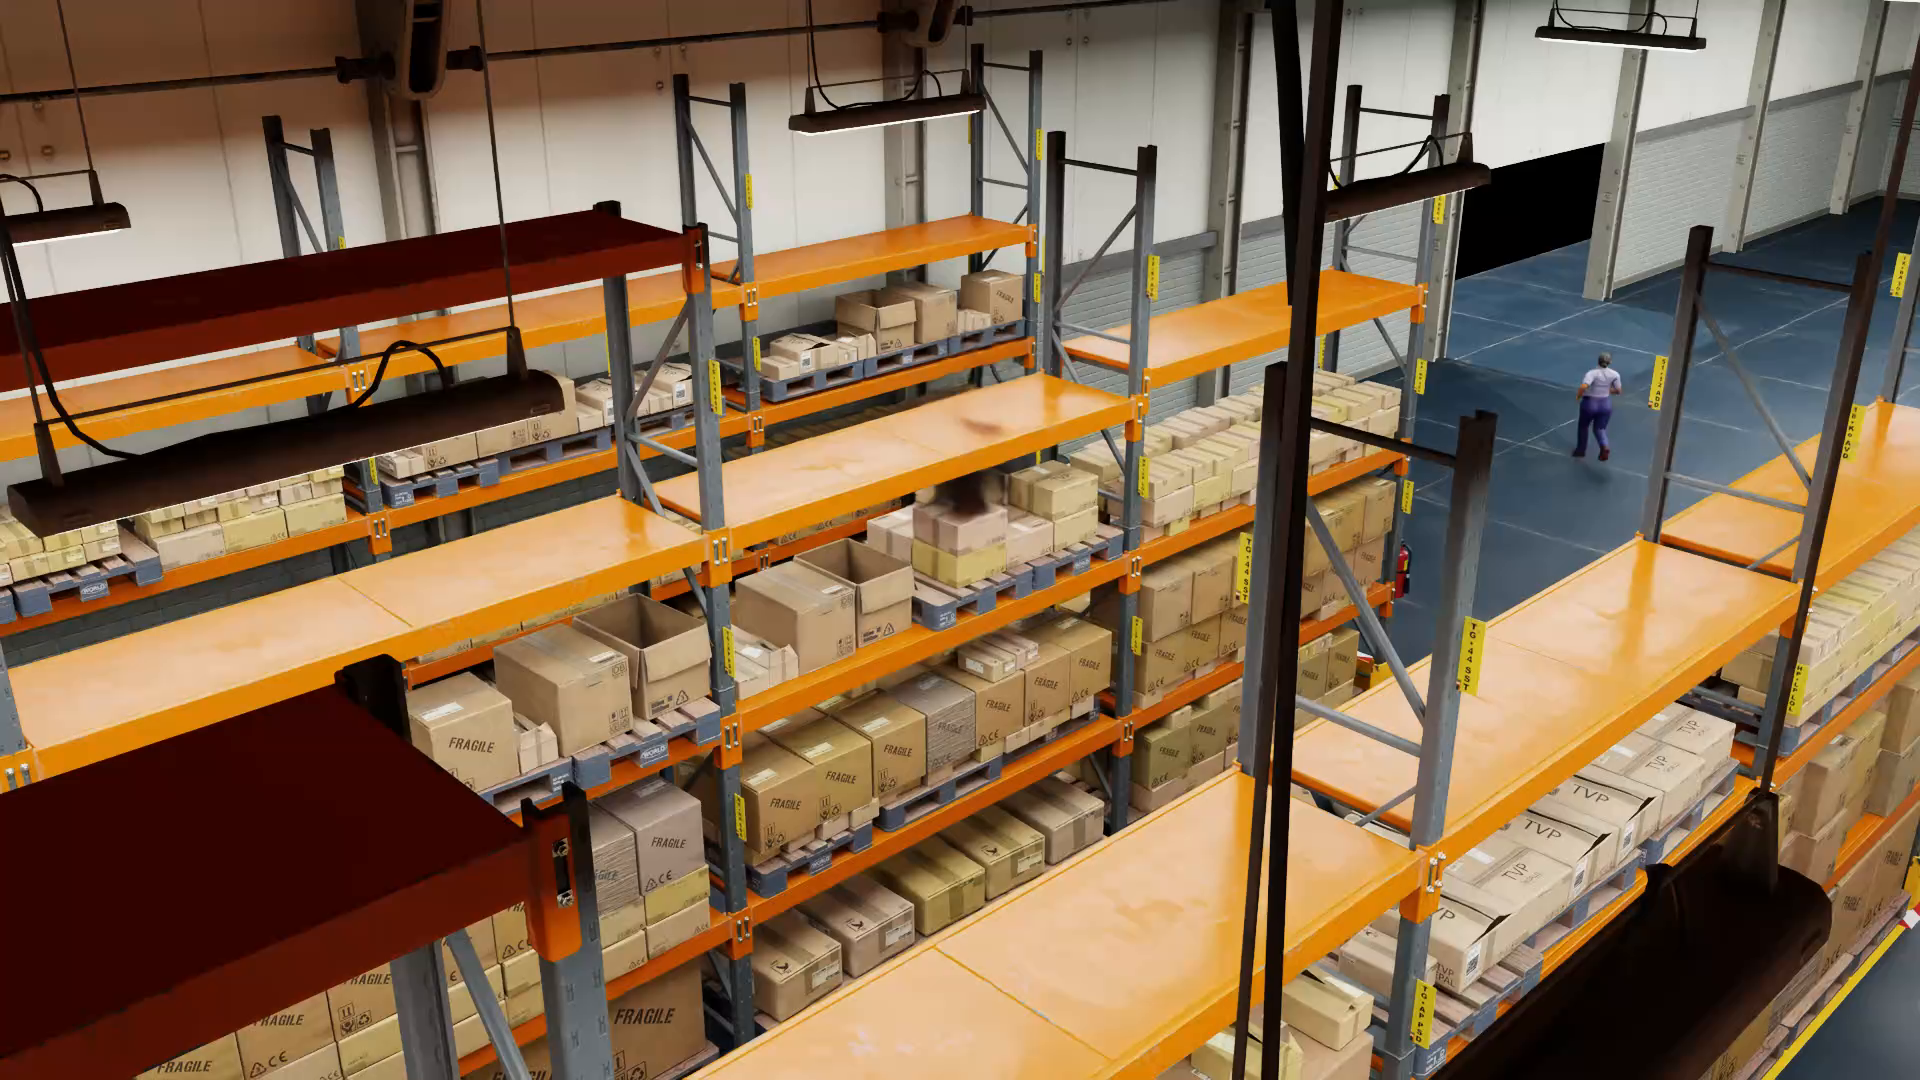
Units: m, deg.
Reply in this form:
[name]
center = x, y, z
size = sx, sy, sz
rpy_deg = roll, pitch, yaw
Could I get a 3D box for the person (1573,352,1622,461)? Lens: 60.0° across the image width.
[person]
center = 8.865, -1.845, 23.216
size = 0.621, 1.602, 0.932
rpy_deg = 2, 23, 4
